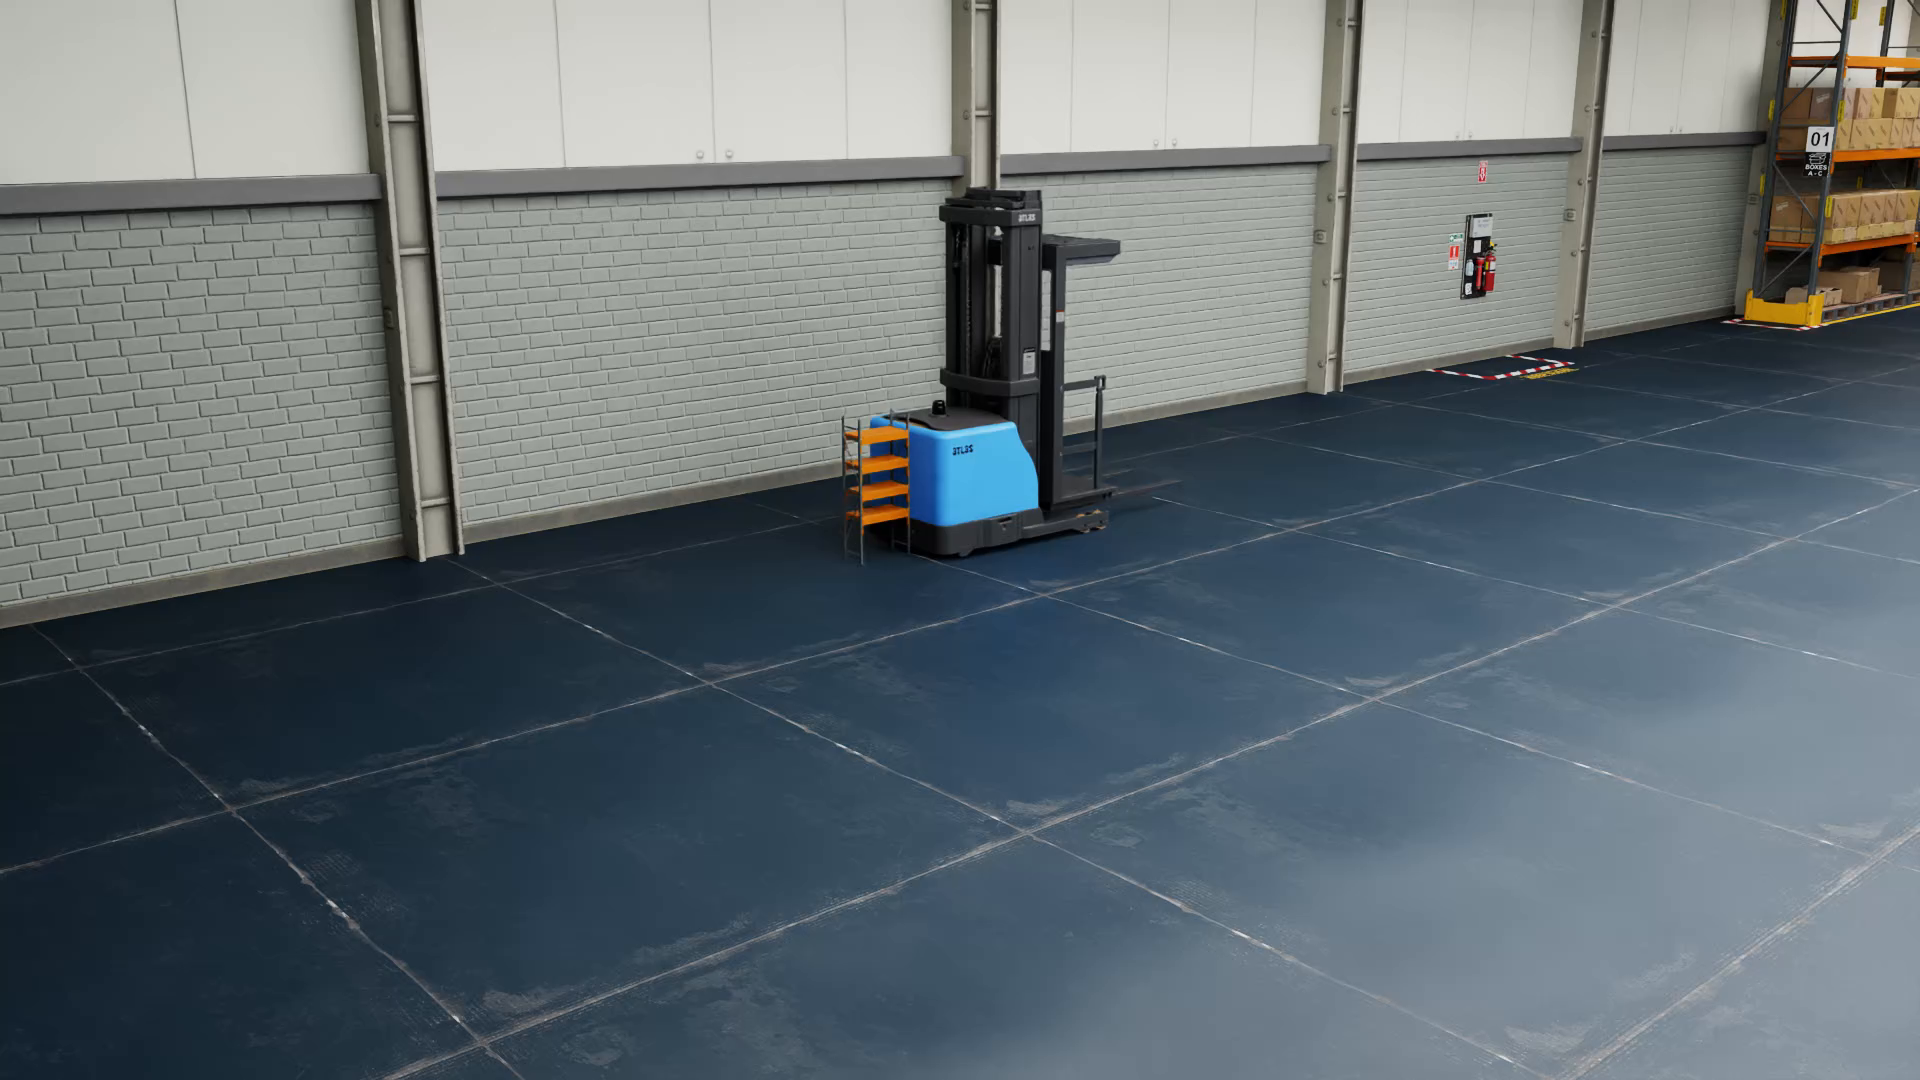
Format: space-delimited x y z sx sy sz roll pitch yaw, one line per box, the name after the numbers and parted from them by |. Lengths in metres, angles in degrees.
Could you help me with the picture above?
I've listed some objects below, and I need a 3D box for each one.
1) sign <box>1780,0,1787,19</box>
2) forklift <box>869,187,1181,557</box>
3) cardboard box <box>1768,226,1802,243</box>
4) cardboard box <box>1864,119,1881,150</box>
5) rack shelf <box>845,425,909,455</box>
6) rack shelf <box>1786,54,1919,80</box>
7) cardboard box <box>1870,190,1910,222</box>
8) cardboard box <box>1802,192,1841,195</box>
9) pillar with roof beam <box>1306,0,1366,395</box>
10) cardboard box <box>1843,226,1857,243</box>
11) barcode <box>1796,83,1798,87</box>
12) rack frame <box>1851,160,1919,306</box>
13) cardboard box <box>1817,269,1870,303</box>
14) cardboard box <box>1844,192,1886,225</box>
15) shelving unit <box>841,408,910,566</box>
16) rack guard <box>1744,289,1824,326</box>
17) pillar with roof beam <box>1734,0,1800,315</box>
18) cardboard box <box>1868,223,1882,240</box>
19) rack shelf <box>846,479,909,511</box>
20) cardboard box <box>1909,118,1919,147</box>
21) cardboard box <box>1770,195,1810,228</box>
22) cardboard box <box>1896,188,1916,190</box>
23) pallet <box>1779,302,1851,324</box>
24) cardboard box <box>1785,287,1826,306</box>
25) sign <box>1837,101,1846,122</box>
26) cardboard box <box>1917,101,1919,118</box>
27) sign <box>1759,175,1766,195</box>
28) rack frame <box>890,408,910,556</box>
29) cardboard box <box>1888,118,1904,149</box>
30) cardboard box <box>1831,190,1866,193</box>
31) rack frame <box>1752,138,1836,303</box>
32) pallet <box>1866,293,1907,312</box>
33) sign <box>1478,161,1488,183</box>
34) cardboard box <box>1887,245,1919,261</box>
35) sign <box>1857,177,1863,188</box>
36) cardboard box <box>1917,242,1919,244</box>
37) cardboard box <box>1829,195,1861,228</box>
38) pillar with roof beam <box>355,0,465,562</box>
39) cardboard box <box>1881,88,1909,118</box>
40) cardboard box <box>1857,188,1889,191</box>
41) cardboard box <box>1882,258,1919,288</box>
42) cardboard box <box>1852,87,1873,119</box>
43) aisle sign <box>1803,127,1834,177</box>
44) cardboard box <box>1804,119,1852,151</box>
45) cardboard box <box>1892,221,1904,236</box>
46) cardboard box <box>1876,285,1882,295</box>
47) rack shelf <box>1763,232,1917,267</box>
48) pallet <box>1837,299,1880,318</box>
13.431 -8.649 27.077 0.005 0.325 0.100 -13 19 -39 | sign
0.680 -1.567 14.437 3.031 2.935 1.130 -12 19 -38 | forklift
14.005 -5.166 28.029 0.500 0.250 0.500 -12 19 -39 | cardboard box
15.014 -6.800 27.849 0.500 0.500 0.500 -12 19 -37 | cardboard box
-0.681 -0.814 13.451 0.480 0.148 0.258 -12 19 -38 | rack shelf
15.289 -8.000 28.162 4.000 0.370 1.077 -13 19 -39 | rack shelf
16.271 -5.863 29.186 0.500 0.500 0.500 -13 20 -40 | cardboard box
14.770 -5.704 28.592 0.500 0.500 0.500 -13 20 -41 | cardboard box
7.514 -5.426 17.127 0.400 9.000 9.100 -13 19 -39 | pillar with roof beam
14.739 -5.161 28.009 0.500 0.250 0.500 -13 20 -41 | cardboard box
13.988 -7.600 27.783 0.075 0.075 0.001 -13 19 -39 | barcode
16.798 -5.789 30.112 0.127 3.000 1.000 -13 19 -39 | rack frame
15.377 -4.427 29.004 0.500 0.500 0.700 -14 21 -43 | cardboard box
15.492 -5.692 28.544 0.500 0.500 0.500 -12 19 -38 | cardboard box
-0.681 -0.435 13.552 0.503 1.200 0.258 -12 19 -38 | shelving unit
13.837 -3.917 27.946 0.348 0.500 1.175 -13 19 -39 | rack guard
16.566 -7.459 24.737 0.400 9.000 9.100 -13 19 -39 | pillar with roof beam
15.510 -5.331 28.647 0.500 0.250 0.500 -12 19 -39 | cardboard box
-0.681 -0.370 13.570 0.480 0.148 0.258 -12 19 -38 | rack shelf
16.577 -7.162 29.207 0.500 0.500 0.500 -12 19 -38 | cardboard box
13.996 -5.533 27.949 0.500 0.500 0.500 -13 20 -40 | cardboard box
17.630 -6.223 30.689 0.500 0.500 0.700 -10 18 -34 | cardboard box
14.474 -3.908 28.472 1.213 0.211 1.003 -13 19 -39 | pallet
14.361 -4.125 28.238 0.500 0.311 0.500 13 20 41 | cardboard box
14.136 -6.878 26.680 0.005 0.325 0.100 -13 19 -39 | sign
16.598 -7.642 29.065 0.500 0.500 0.500 14 20 42 | cardboard box
13.431 -5.935 27.802 0.005 0.325 0.100 -13 19 -39 | sign
-0.494 -0.475 13.704 0.015 1.200 0.240 -12 19 -38 | rack frame
15.796 -6.978 28.518 0.500 0.500 0.500 -14 20 -41 | cardboard box
15.534 -5.880 29.248 0.500 0.500 0.500 -12 19 -38 | cardboard box
13.780 -5.112 27.575 0.127 3.000 1.000 -13 19 -39 | rack frame
16.314 -4.322 30.020 1.213 0.211 1.003 -13 19 -39 | pallet
7.253 -5.109 23.073 0.199 0.298 0.001 -13 19 -39 | sign
17.672 -5.360 31.041 0.500 0.250 0.500 -13 20 -41 | cardboard box
16.431 -6.456 30.364 0.005 0.325 0.100 -13 19 -39 | sign
18.450 -5.530 31.677 0.500 0.250 0.500 -13 20 -40 | cardboard box
14.717 -5.515 27.885 0.500 0.500 0.500 -13 19 -39 | cardboard box
-1.539 -3.393 9.517 0.400 9.000 9.100 -13 19 -39 | pillar with roof beam
15.804 -7.457 28.371 0.500 0.500 0.500 -14 20 -41 | cardboard box
16.306 -6.050 29.886 0.500 0.500 0.500 -13 20 -41 | cardboard box
17.699 -5.020 31.221 0.500 0.500 0.700 -13 20 -40 | cardboard box
14.642 -7.195 27.392 0.500 0.500 0.500 -13 20 -40 | cardboard box
13.923 -6.297 26.975 0.004 0.787 0.394 -13 19 -39 | aisle sign
14.197 -6.627 27.202 0.500 0.500 0.500 -12 19 -38 | cardboard box
16.258 -5.505 29.297 0.500 0.250 0.500 -13 19 -39 | cardboard box
16.414 -4.537 30.059 0.380 0.166 0.250 13 20 40 | cardboard box
15.289 -5.103 28.936 4.000 0.370 1.077 -13 19 -39 | rack shelf
15.393 -4.114 29.242 1.213 0.211 1.003 -13 19 -39 | pallet
